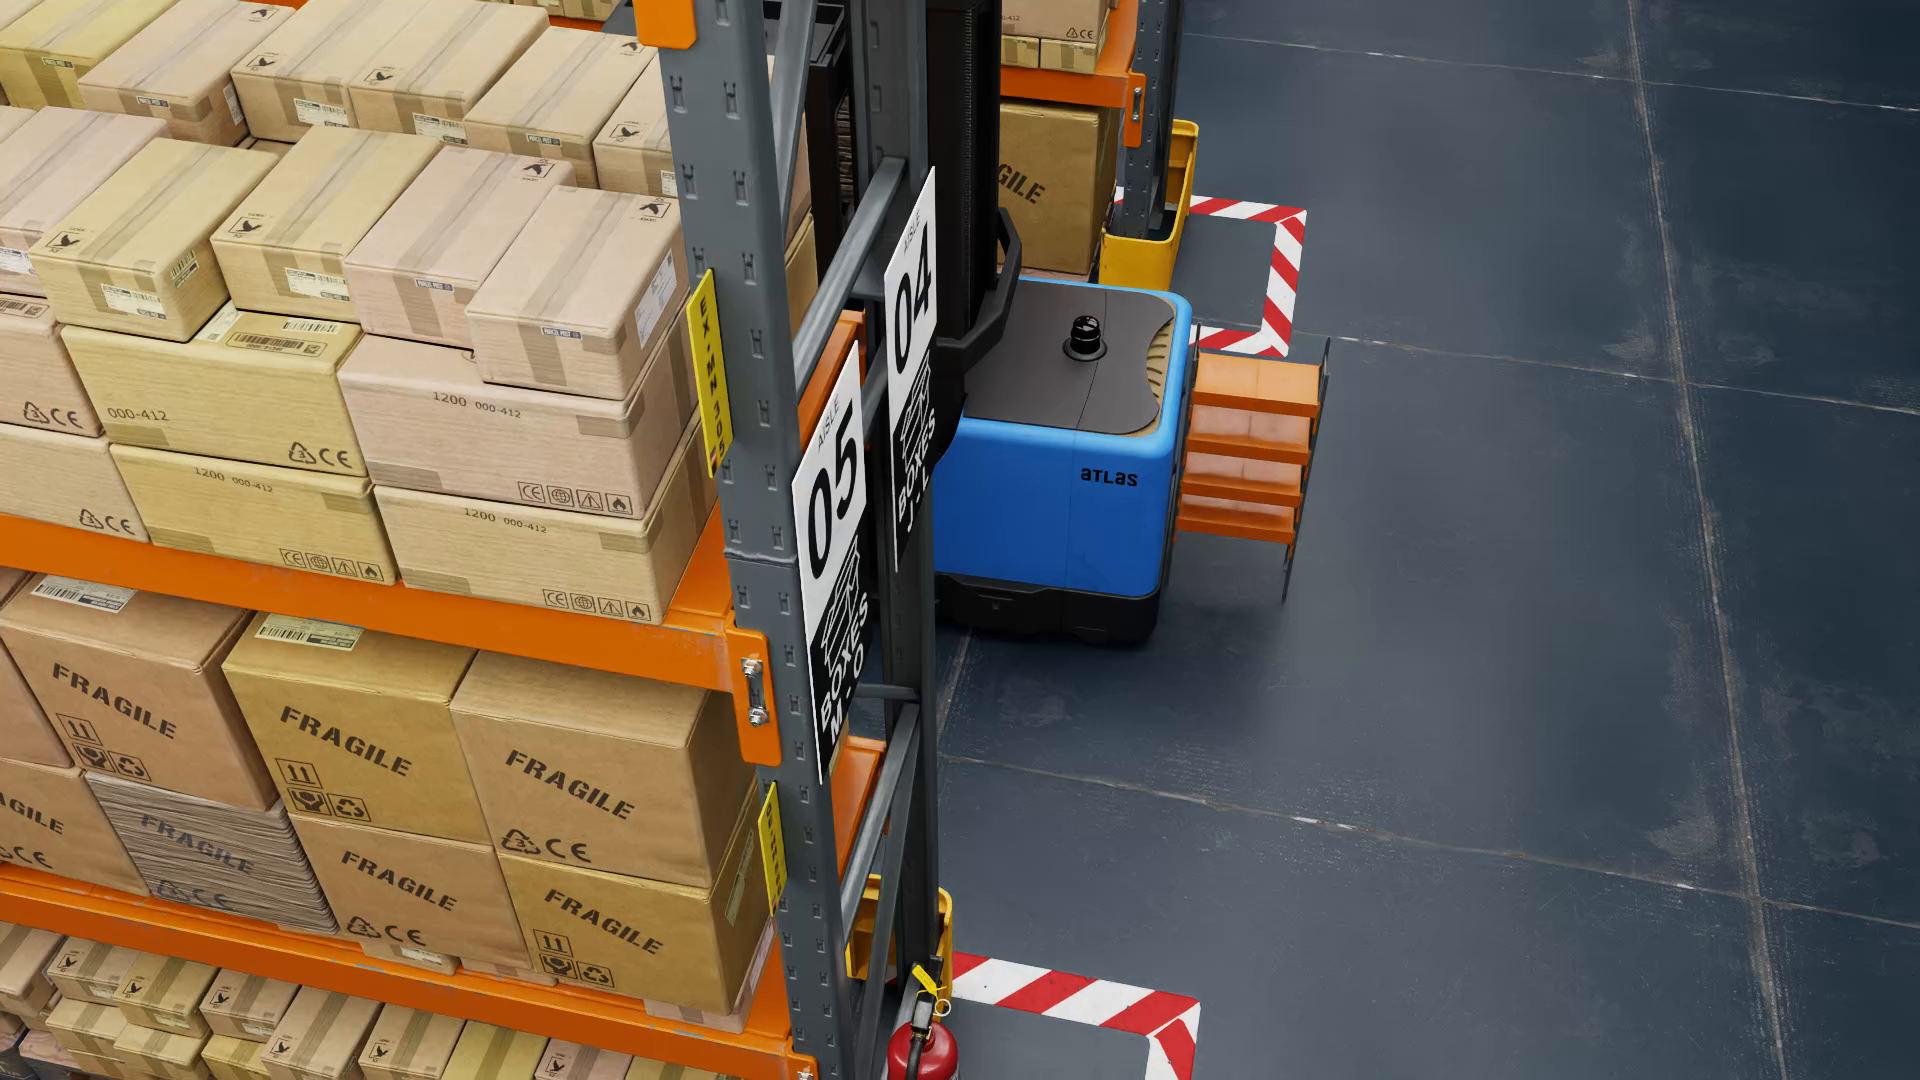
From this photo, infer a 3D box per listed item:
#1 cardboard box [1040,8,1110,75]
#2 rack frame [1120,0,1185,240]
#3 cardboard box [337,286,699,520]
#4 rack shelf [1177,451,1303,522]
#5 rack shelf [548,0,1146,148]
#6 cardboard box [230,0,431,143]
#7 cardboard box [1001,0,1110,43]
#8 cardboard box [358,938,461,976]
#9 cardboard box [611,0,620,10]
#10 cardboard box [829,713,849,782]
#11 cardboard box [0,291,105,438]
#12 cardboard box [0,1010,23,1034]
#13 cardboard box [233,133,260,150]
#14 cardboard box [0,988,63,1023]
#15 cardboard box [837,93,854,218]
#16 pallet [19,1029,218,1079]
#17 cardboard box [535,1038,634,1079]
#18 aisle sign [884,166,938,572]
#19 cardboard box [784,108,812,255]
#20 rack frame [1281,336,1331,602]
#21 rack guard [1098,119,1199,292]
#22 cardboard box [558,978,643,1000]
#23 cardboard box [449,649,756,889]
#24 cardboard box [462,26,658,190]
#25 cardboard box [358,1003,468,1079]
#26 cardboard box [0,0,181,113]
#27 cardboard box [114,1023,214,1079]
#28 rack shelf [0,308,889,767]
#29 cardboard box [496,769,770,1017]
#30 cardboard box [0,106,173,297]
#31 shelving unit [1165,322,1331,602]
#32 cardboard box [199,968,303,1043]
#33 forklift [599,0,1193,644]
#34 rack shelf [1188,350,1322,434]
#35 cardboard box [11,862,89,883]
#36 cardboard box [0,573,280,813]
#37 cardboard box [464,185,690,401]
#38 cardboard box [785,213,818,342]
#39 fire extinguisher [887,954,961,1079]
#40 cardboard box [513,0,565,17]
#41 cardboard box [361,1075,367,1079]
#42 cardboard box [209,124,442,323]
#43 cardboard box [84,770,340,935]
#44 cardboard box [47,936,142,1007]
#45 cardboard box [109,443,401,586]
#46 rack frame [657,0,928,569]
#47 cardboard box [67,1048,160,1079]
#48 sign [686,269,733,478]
[{"bbox_3d":[0.528,-2.300,7.617,0.250,0.149,0.380,10,45,10],"label":"cardboard box"},{"bbox_3d":[0.948,-2.559,7.706,0.127,3.000,1.000,9,45,9],"label":"rack frame"},{"bbox_3d":[-0.739,-0.322,2.966,0.500,0.250,0.500,8,44,8],"label":"cardboard box"},{"bbox_3d":[1.131,-0.237,6.688,0.480,0.148,0.258,7,44,8],"label":"rack shelf"},{"bbox_3d":[-1.004,-2.603,8.270,4.000,0.370,1.077,9,45,9],"label":"rack shelf"},{"bbox_3d":[-1.231,-0.950,3.331,0.250,0.149,0.380,9,45,10],"label":"cardboard box"},{"bbox_3d":[0.417,-2.506,7.544,0.500,0.250,0.500,8,45,8],"label":"cardboard box"},{"bbox_3d":[-1.350,0.901,4.292,0.250,0.149,0.380,10,45,10],"label":"cardboard box"},{"bbox_3d":[-1.475,-2.608,7.938,0.250,0.149,0.380,9,45,10],"label":"cardboard box"},{"bbox_3d":[-0.478,0.602,4.603,0.250,0.149,0.380,8,45,9],"label":"cardboard box"},{"bbox_3d":[-1.738,-0.478,3.128,0.500,0.250,0.500,9,45,10],"label":"cardboard box"},{"bbox_3d":[-3.080,1.372,5.374,0.250,0.149,0.380,8,44,8],"label":"cardboard box"},{"bbox_3d":[-1.605,-0.830,3.494,0.500,0.250,0.500,9,45,10],"label":"cardboard box"},{"bbox_3d":[-2.815,1.307,5.227,0.250,0.149,0.380,11,45,11],"label":"cardboard box"},{"bbox_3d":[-0.582,-2.125,8.485,0.875,0.875,0.875,9,45,9],"label":"cardboard box"},{"bbox_3d":[-2.280,1.442,5.559,1.213,0.211,1.003,9,45,9],"label":"pallet"},{"bbox_3d":[-1.038,1.458,4.856,0.250,0.149,0.380,10,45,10],"label":"cardboard box"},{"bbox_3d":[-0.097,-0.346,3.532,0.004,0.787,0.394,9,45,9],"label":"aisle sign"},{"bbox_3d":[-0.615,-0.668,3.326,0.500,0.250,0.500,9,45,10],"label":"cardboard box"},{"bbox_3d":[1.371,-0.255,6.609,0.015,1.200,0.240,7,44,8],"label":"rack frame"},{"bbox_3d":[0.971,-1.655,8.569,0.348,0.500,1.175,9,45,9],"label":"rack guard"},{"bbox_3d":[-0.848,0.952,4.240,0.250,0.149,0.380,9,45,9],"label":"cardboard box"},{"bbox_3d":[-0.735,0.378,3.647,0.500,0.500,0.500,8,44,8],"label":"cardboard box"},{"bbox_3d":[-0.745,-0.822,3.198,0.250,0.149,0.380,11,45,11],"label":"cardboard box"},{"bbox_3d":[-1.558,1.423,4.893,0.250,0.149,0.380,7,44,7],"label":"cardboard box"},{"bbox_3d":[-1.742,-1.022,3.406,0.250,0.149,0.380,10,45,10],"label":"cardboard box"},{"bbox_3d":[-2.348,1.443,5.087,0.250,0.149,0.380,9,45,9],"label":"cardboard box"},{"bbox_3d":[-2.186,-0.342,3.758,4.000,0.370,1.077,9,45,9],"label":"rack shelf"},{"bbox_3d":[-0.729,0.745,3.986,0.500,0.500,0.500,10,45,10],"label":"cardboard box"},{"bbox_3d":[-1.608,-0.608,2.975,0.250,0.149,0.380,8,44,8],"label":"cardboard box"},{"bbox_3d":[1.131,-0.285,6.641,0.503,1.200,0.258,7,44,8],"label":"shelving unit"},{"bbox_3d":[-2.065,1.305,5.015,0.250,0.149,0.380,7,44,8],"label":"cardboard box"},{"bbox_3d":[-0.619,-1.135,6.276,3.031,2.935,1.130,7,44,8],"label":"forklift"},{"bbox_3d":[1.131,-0.569,6.369,0.480,0.148,0.258,7,44,8],"label":"rack shelf"},{"bbox_3d":[-2.365,0.707,4.494,0.250,0.149,0.380,10,45,11],"label":"cardboard box"},{"bbox_3d":[-1.739,0.228,3.802,0.500,0.500,0.500,11,45,11],"label":"cardboard box"},{"bbox_3d":[-0.622,-0.420,2.780,0.250,0.149,0.380,8,45,9],"label":"cardboard box"},{"bbox_3d":[-0.616,-0.485,3.496,0.500,0.250,0.500,10,45,11],"label":"cardboard box"},{"bbox_3d":[-0.089,1.295,4.026,0.183,0.674,0.296,9,45,9],"label":"fire extinguisher"},{"bbox_3d":[-1.969,-2.686,8.019,0.250,0.149,0.380,8,44,8],"label":"cardboard box"},{"bbox_3d":[-1.827,1.517,5.009,0.250,0.149,0.380,9,45,10],"label":"cardboard box"},{"bbox_3d":[-1.092,-0.562,2.928,0.250,0.149,0.380,8,44,8],"label":"cardboard box"},{"bbox_3d":[-1.727,0.593,4.144,0.500,0.500,0.500,9,45,9],"label":"cardboard box"},{"bbox_3d":[-2.559,1.220,5.103,0.250,0.149,0.380,7,44,7],"label":"cardboard box"},{"bbox_3d":[-1.235,-0.207,3.207,0.500,0.250,0.500,9,45,9],"label":"cardboard box"},{"bbox_3d":[-0.234,-1.379,2.154,0.127,3.000,1.000,9,45,9],"label":"rack frame"},{"bbox_3d":[-2.577,1.494,5.248,0.250,0.149,0.380,8,44,8],"label":"cardboard box"},{"bbox_3d":[-0.375,-0.245,2.500,0.005,0.325,0.100,9,45,9],"label":"sign"}]
